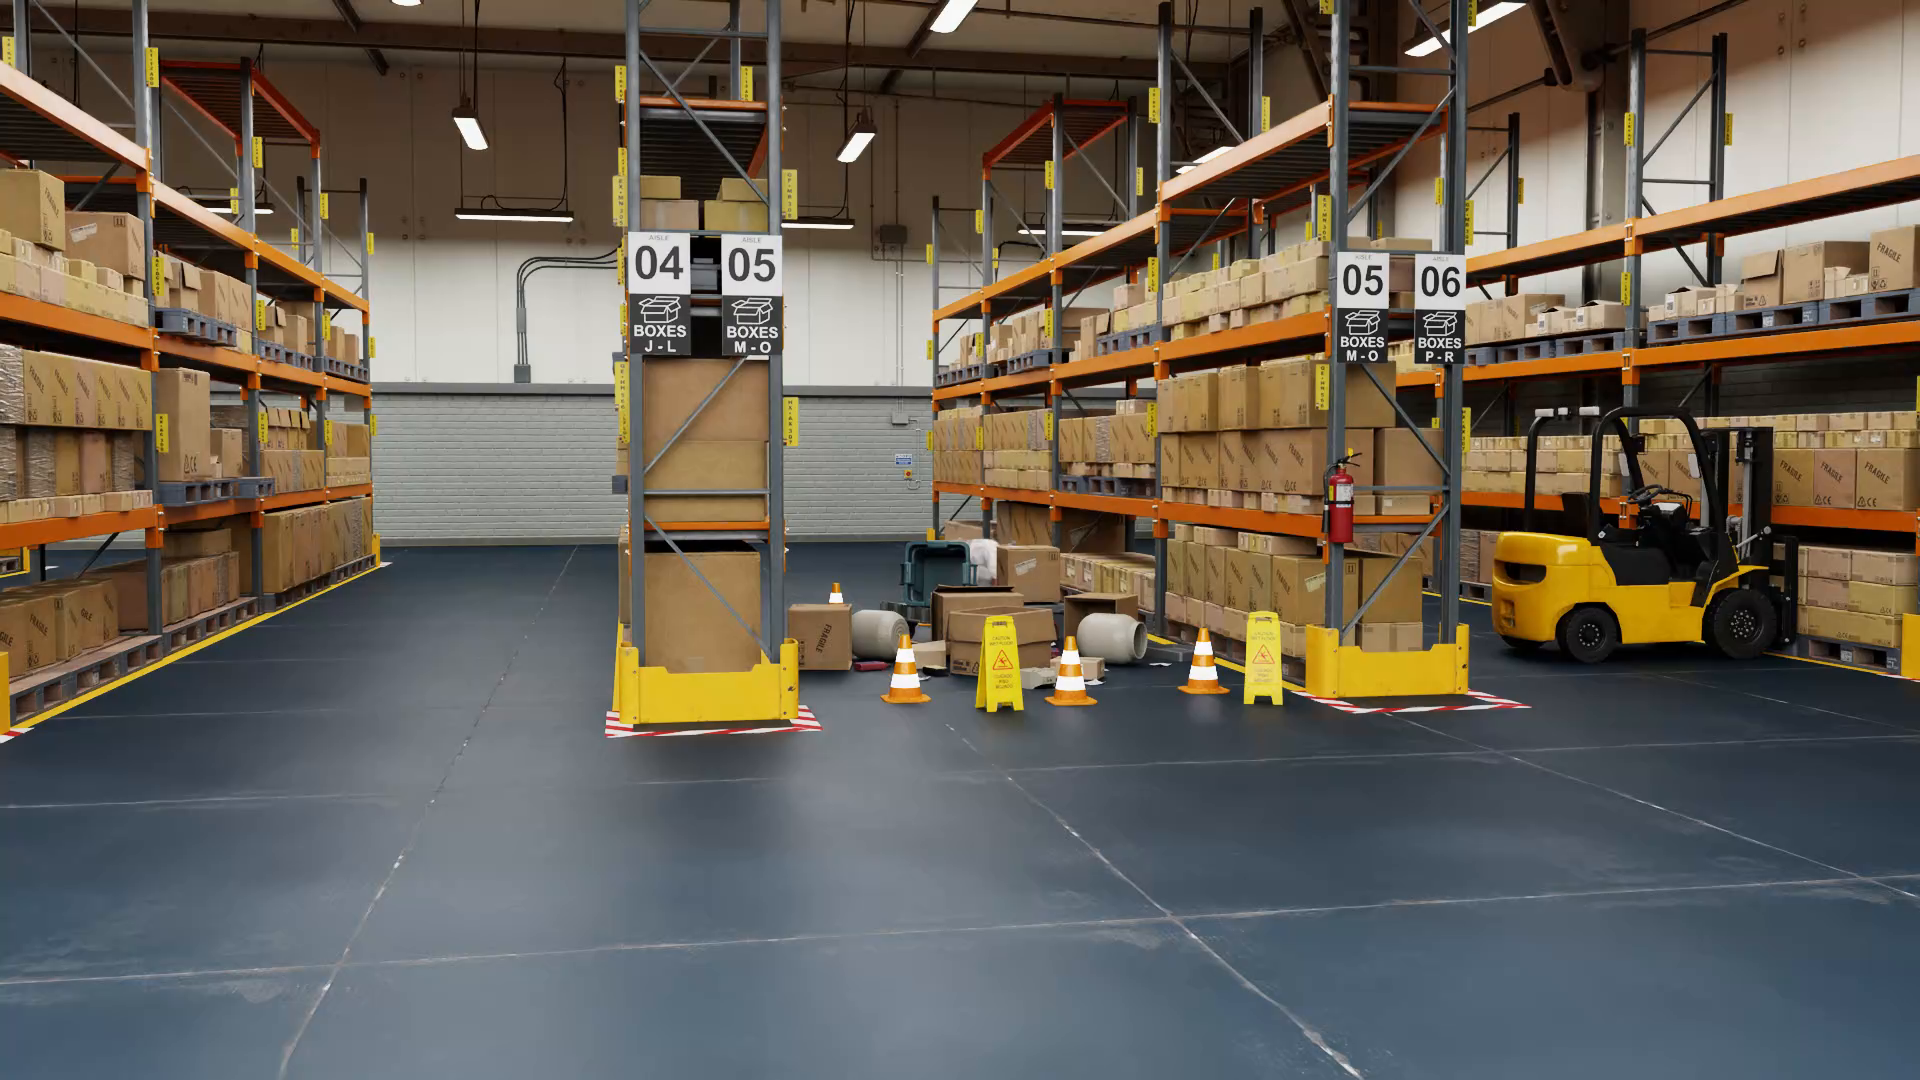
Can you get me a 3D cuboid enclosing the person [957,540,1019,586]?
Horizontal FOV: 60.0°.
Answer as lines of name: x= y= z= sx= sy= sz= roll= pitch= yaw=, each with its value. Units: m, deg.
person: x=0.223 y=0.412 z=18.370 sx=1.027 sy=0.833 sz=0.524 roll=-1 pitch=3 yaw=-13
